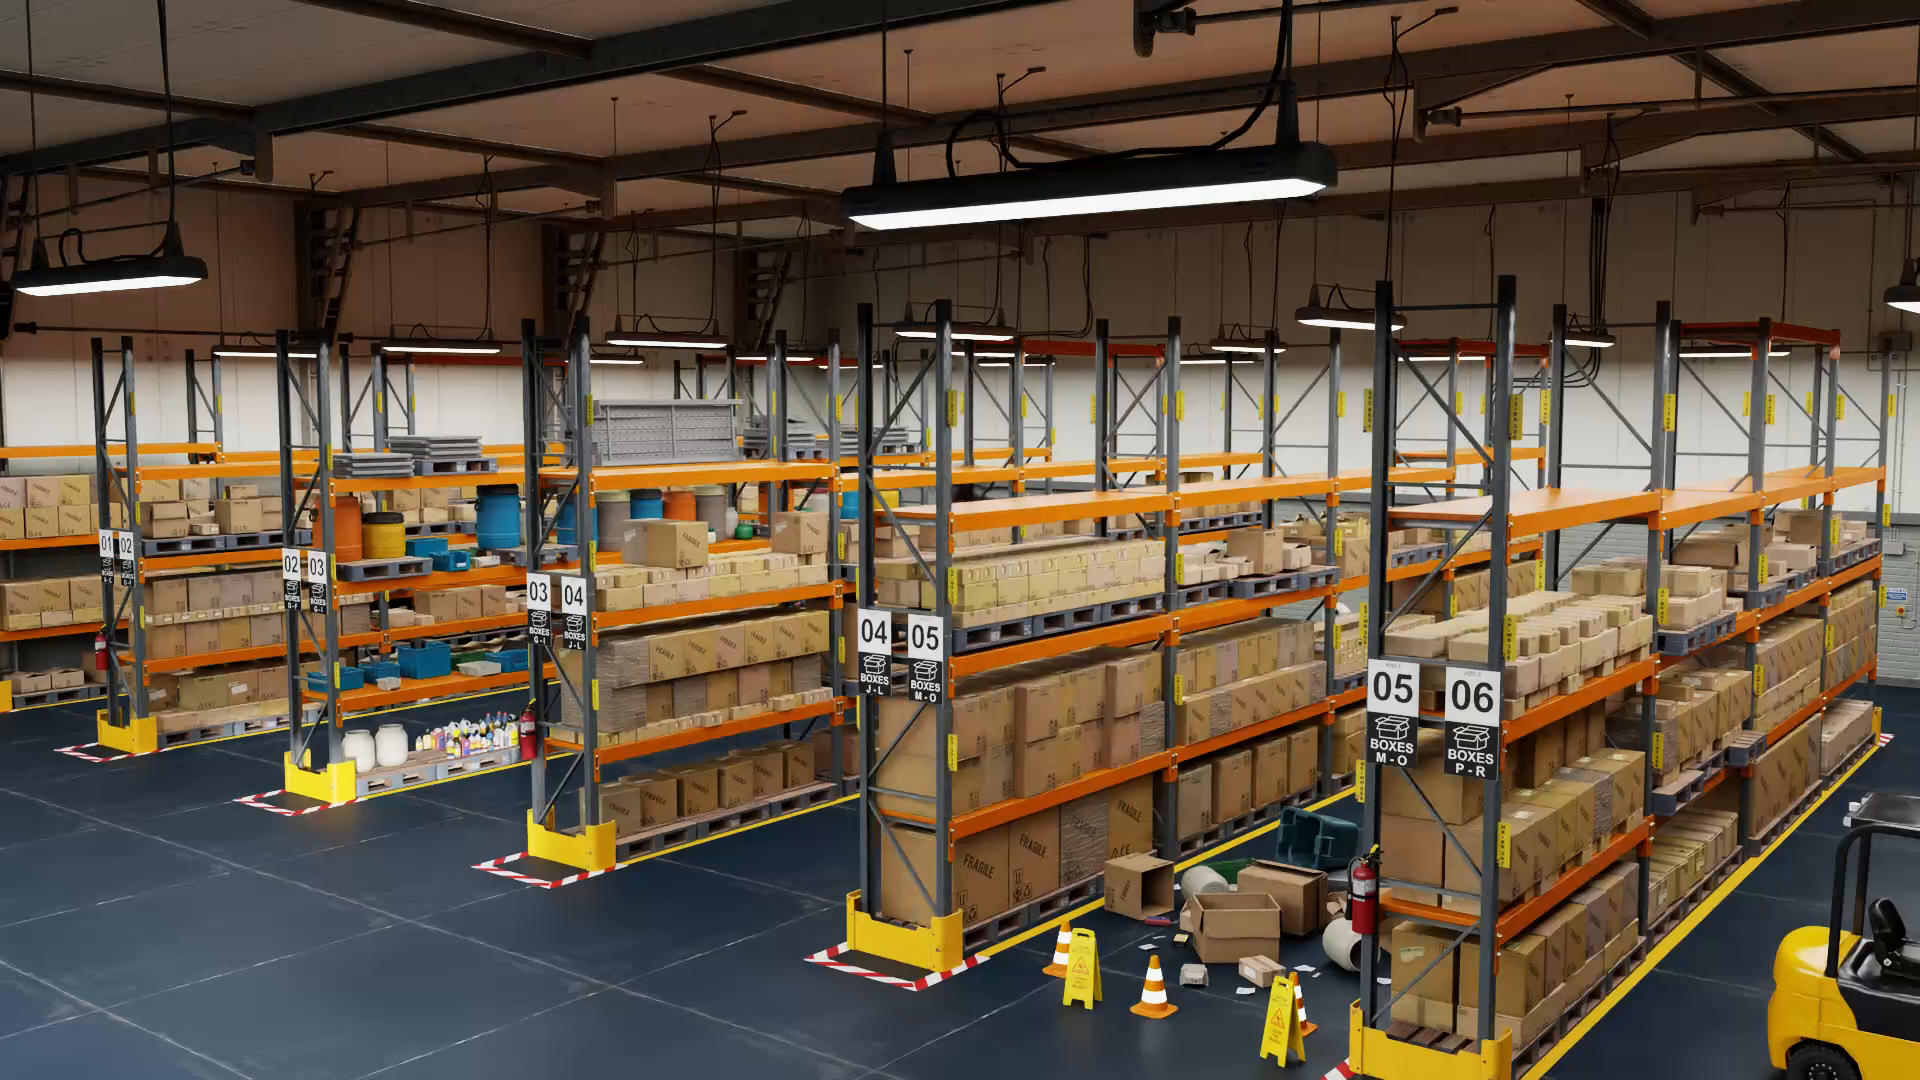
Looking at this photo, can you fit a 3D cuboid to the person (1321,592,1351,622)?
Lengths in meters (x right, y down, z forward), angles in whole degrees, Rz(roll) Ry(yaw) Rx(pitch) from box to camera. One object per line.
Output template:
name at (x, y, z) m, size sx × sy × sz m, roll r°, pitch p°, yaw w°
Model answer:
person at (6.569, 1.714, 29.258) m, size 0.672 × 1.756 × 1.015 m, roll 4°, pitch 6°, yaw 35°
